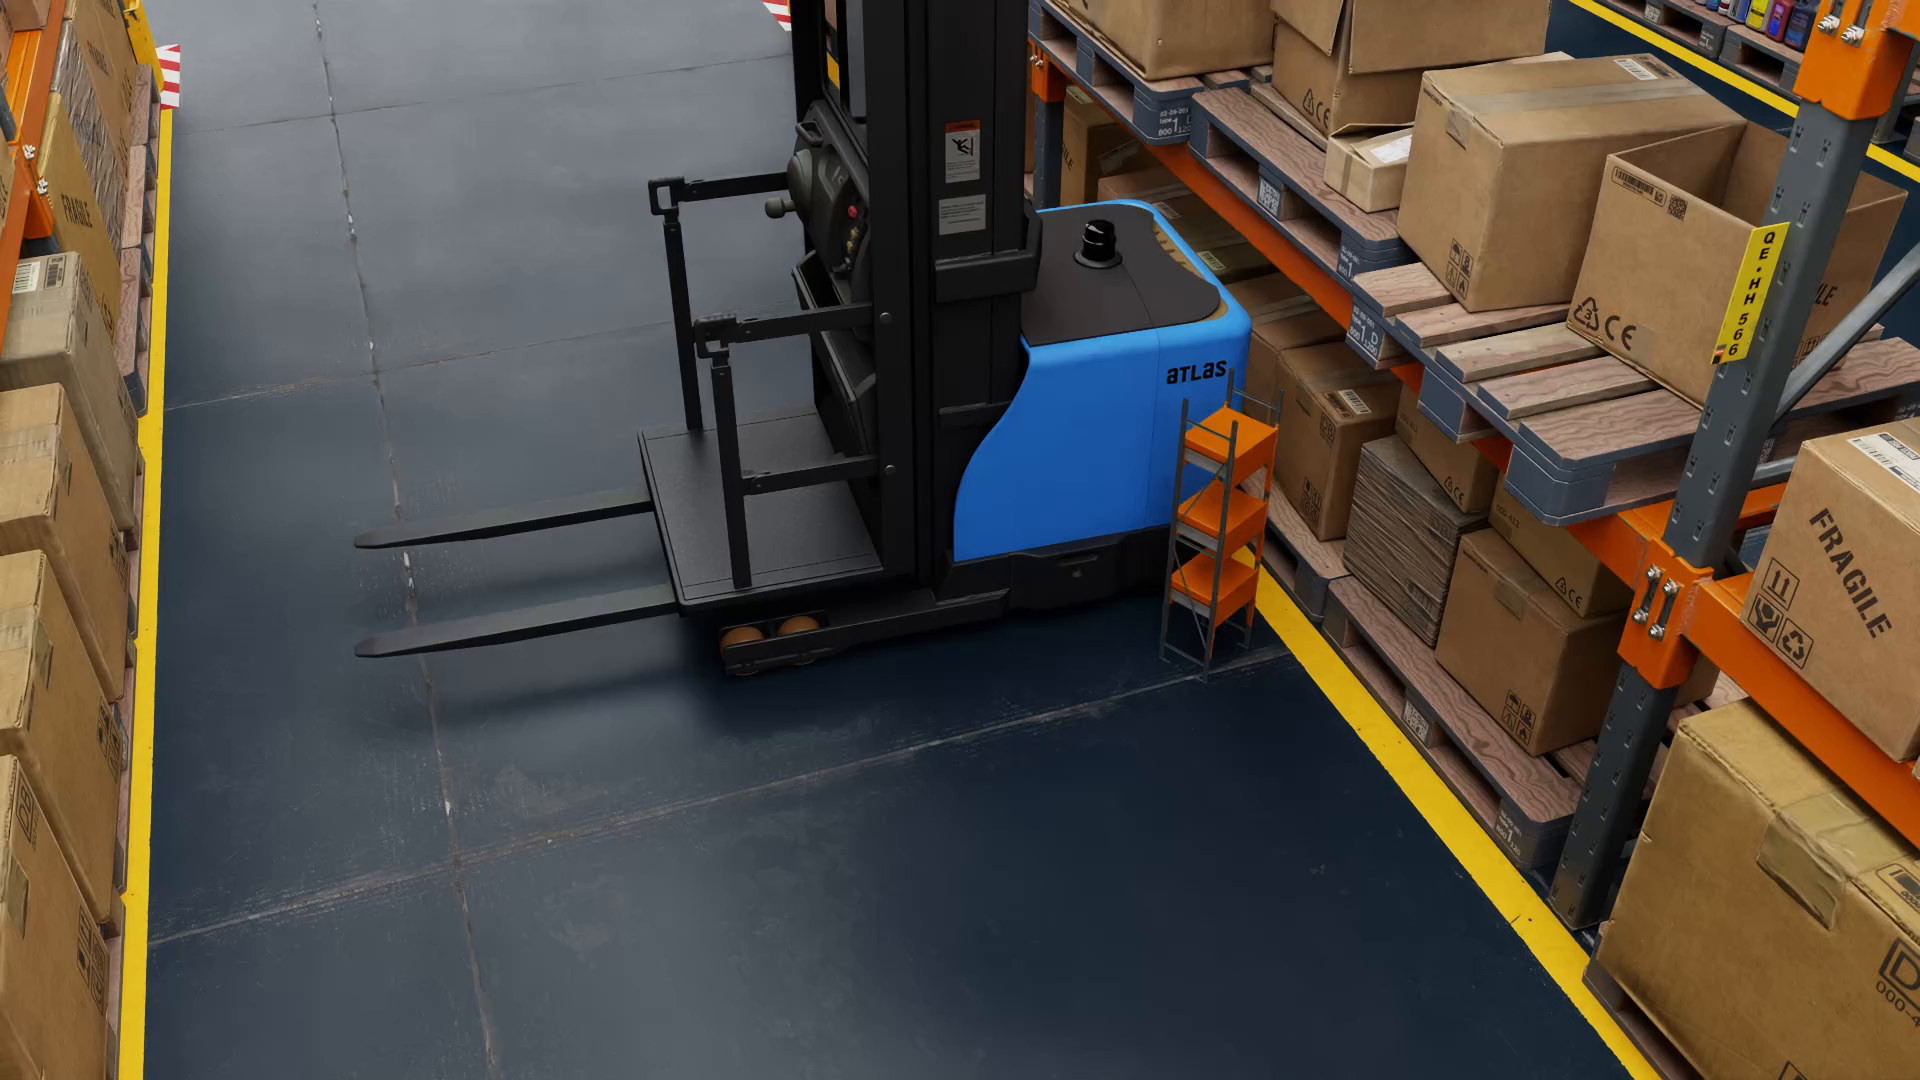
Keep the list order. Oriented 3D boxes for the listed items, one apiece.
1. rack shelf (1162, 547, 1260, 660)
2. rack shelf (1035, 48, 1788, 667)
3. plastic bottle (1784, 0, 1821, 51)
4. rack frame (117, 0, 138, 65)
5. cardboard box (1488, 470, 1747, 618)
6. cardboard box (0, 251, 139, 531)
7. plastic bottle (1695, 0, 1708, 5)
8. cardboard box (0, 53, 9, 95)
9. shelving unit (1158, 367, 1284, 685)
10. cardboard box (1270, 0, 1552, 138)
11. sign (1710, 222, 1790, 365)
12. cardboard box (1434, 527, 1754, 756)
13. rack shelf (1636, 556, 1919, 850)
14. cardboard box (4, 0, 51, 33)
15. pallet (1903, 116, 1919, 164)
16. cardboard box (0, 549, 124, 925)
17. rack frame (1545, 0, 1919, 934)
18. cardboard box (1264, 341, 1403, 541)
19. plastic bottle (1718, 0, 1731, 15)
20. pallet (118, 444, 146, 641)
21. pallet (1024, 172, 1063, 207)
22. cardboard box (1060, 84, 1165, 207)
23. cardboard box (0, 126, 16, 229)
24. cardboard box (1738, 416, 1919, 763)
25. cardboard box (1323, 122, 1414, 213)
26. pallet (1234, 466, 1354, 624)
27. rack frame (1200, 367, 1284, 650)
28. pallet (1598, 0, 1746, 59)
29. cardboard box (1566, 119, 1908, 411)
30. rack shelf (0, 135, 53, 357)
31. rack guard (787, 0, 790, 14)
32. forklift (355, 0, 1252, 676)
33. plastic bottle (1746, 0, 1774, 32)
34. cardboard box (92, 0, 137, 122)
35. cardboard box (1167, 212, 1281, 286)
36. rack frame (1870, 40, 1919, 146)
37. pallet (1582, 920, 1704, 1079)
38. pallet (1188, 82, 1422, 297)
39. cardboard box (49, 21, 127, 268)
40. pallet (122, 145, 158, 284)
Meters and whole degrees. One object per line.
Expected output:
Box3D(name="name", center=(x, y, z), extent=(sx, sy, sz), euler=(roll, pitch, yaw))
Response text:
Box3D(name="rack shelf", center=(0.840, 0.202, 5.589), extent=(0.215, 0.259, 0.240), euler=(29, 46, 33))
Box3D(name="rack shelf", center=(1.508, -1.053, 5.753), extent=(1.077, 0.370, 4.000), euler=(-12, 39, -16))
Box3D(name="plastic bottle", center=(4.912, -3.026, 9.610), extent=(0.144, 0.351, 0.185), euler=(-14, 39, -18))
Box3D(name="rack frame", center=(-5.249, -3.760, 8.749), extent=(1.000, 3.000, 0.127), euler=(-12, 39, -16))
Box3D(name="cardboard box", center=(1.937, -0.060, 4.925), extent=(0.500, 0.250, 0.500), euler=(-11, 38, -14))
Box3D(name="cardboard box", center=(-3.574, -0.437, 5.858), extent=(1.050, 0.750, 0.750), euler=(-13, 39, -16))
Box3D(name="plastic bottle", center=(4.611, -3.418, 10.255), extent=(0.097, 0.201, 0.097), euler=(0, 37, 0))
Box3D(name="cardboard box", center=(-4.010, -1.766, 5.977), extent=(0.875, 0.550, 0.550), euler=(-12, 39, -16))
Box3D(name="shelving unit", center=(0.840, -0.028, 5.415), extent=(0.215, 1.050, 0.252), euler=(29, 46, 33))
Box3D(name="cardboard box", center=(1.503, -1.719, 5.604), extent=(0.797, 0.503, 0.637), euler=(-9, 38, -11))
Box3D(name="sign", center=(1.690, -0.524, 3.556), extent=(0.100, 0.325, 0.005), euler=(-12, 39, -16))
Box3D(name="cardboard box", center=(1.947, 0.238, 5.153), extent=(0.700, 0.500, 0.500), euler=(-14, 39, -18))
Box3D(name="rack shelf", center=(2.884, 1.207, 2.753), extent=(1.077, 0.370, 4.000), euler=(-12, 39, -16))
Box3D(name="cardboard box", center=(-4.296, -2.402, 6.821), extent=(0.875, 0.550, 0.550), euler=(-12, 39, -16))
Box3D(name="pallet", center=(5.777, -1.946, 8.658), extent=(1.003, 0.211, 1.213), euler=(-12, 39, -16))
Box3D(name="cardboard box", center=(-2.925, 0.634, 4.435), extent=(1.050, 0.750, 0.750), euler=(-12, 39, -15))
Box3D(name="rack frame", center=(2.196, -0.210, 4.036), extent=(1.000, 3.000, 0.127), euler=(-12, 39, -16))
Box3D(name="cardboard box", center=(1.542, -0.392, 5.989), extent=(0.700, 0.500, 0.500), euler=(-9, 38, -12))
Box3D(name="plastic bottle", center=(4.682, -3.302, 10.101), extent=(0.097, 0.201, 0.097), euler=(0, 37, 0))
Box3D(name="pallet", center=(-3.536, 0.034, 6.030), extent=(1.003, 0.211, 1.213), euler=(-12, 39, -16))
Box3D(name="pallet", center=(0.555, -1.728, 8.369), extent=(1.003, 0.211, 1.213), euler=(-12, 39, -16))
Box3D(name="cardboard box", center=(0.720, -1.874, 7.973), extent=(0.500, 0.500, 0.500), euler=(-14, 39, -17))
Box3D(name="cardboard box", center=(-3.442, -1.301, 5.401), extent=(0.500, 0.500, 0.500), euler=(-13, 39, -16))
Box3D(name="cardboard box", center=(2.108, 0.080, 3.567), extent=(0.500, 0.500, 0.500), euler=(-11, 38, -15))
Box3D(name="cardboard box", center=(1.369, -1.211, 5.127), extent=(0.396, 0.266, 0.258), euler=(-14, 39, -17))
Box3D(name="pallet", center=(1.513, -0.226, 6.375), extent=(1.003, 0.211, 1.213), euler=(-12, 39, -16))
Box3D(name="rack frame", center=(0.922, -0.082, 5.487), extent=(0.200, 1.050, 0.008), euler=(29, 46, 33))
Box3D(name="pallet", center=(4.855, -3.460, 10.668), extent=(1.003, 0.211, 1.213), euler=(-12, 39, -16))
Box3D(name="cardboard box", center=(1.973, -0.715, 4.274), extent=(0.500, 0.500, 0.500), euler=(-17, 40, -21))
Box3D(name="rack shelf", center=(-3.184, -0.083, 4.465), extent=(1.077, 0.370, 4.000), euler=(-12, 39, -16))
Box3D(name="rack guard", center=(-0.531, -3.688, 10.731), extent=(1.175, 0.500, 0.348), euler=(-12, 39, -16))
Box3D(name="forklift", center=(-0.598, -1.066, 5.229), extent=(3.031, 2.935, 1.130), euler=(-10, 38, -13))
Box3D(name="plastic bottle", center=(4.801, -3.208, 9.852), extent=(0.144, 0.351, 0.185), euler=(-13, 39, -16))
Box3D(name="cardboard box", center=(-4.953, -2.710, 8.771), extent=(0.875, 0.875, 0.875), euler=(-12, 39, -16))
Box3D(name="cardboard box", center=(1.157, -1.023, 6.827), extent=(0.700, 0.500, 0.500), euler=(-13, 39, -16))
Box3D(name="rack frame", center=(5.470, -3.496, 8.398), extent=(1.000, 3.000, 0.127), euler=(-12, 39, -16))
Box3D(name="pallet", center=(2.397, 1.364, 4.263), extent=(1.003, 0.211, 1.213), euler=(-12, 39, -16))
Box3D(name="pallet", center=(1.476, -1.244, 5.567), extent=(1.003, 0.211, 1.213), euler=(-12, 39, -16))
Box3D(name="cardboard box", center=(-4.337, -1.698, 7.427), extent=(0.875, 0.875, 0.875), euler=(-12, 39, -16))
Box3D(name="pallet", center=(-4.484, -1.523, 8.096), extent=(1.003, 0.211, 1.213), euler=(-12, 39, -16))
